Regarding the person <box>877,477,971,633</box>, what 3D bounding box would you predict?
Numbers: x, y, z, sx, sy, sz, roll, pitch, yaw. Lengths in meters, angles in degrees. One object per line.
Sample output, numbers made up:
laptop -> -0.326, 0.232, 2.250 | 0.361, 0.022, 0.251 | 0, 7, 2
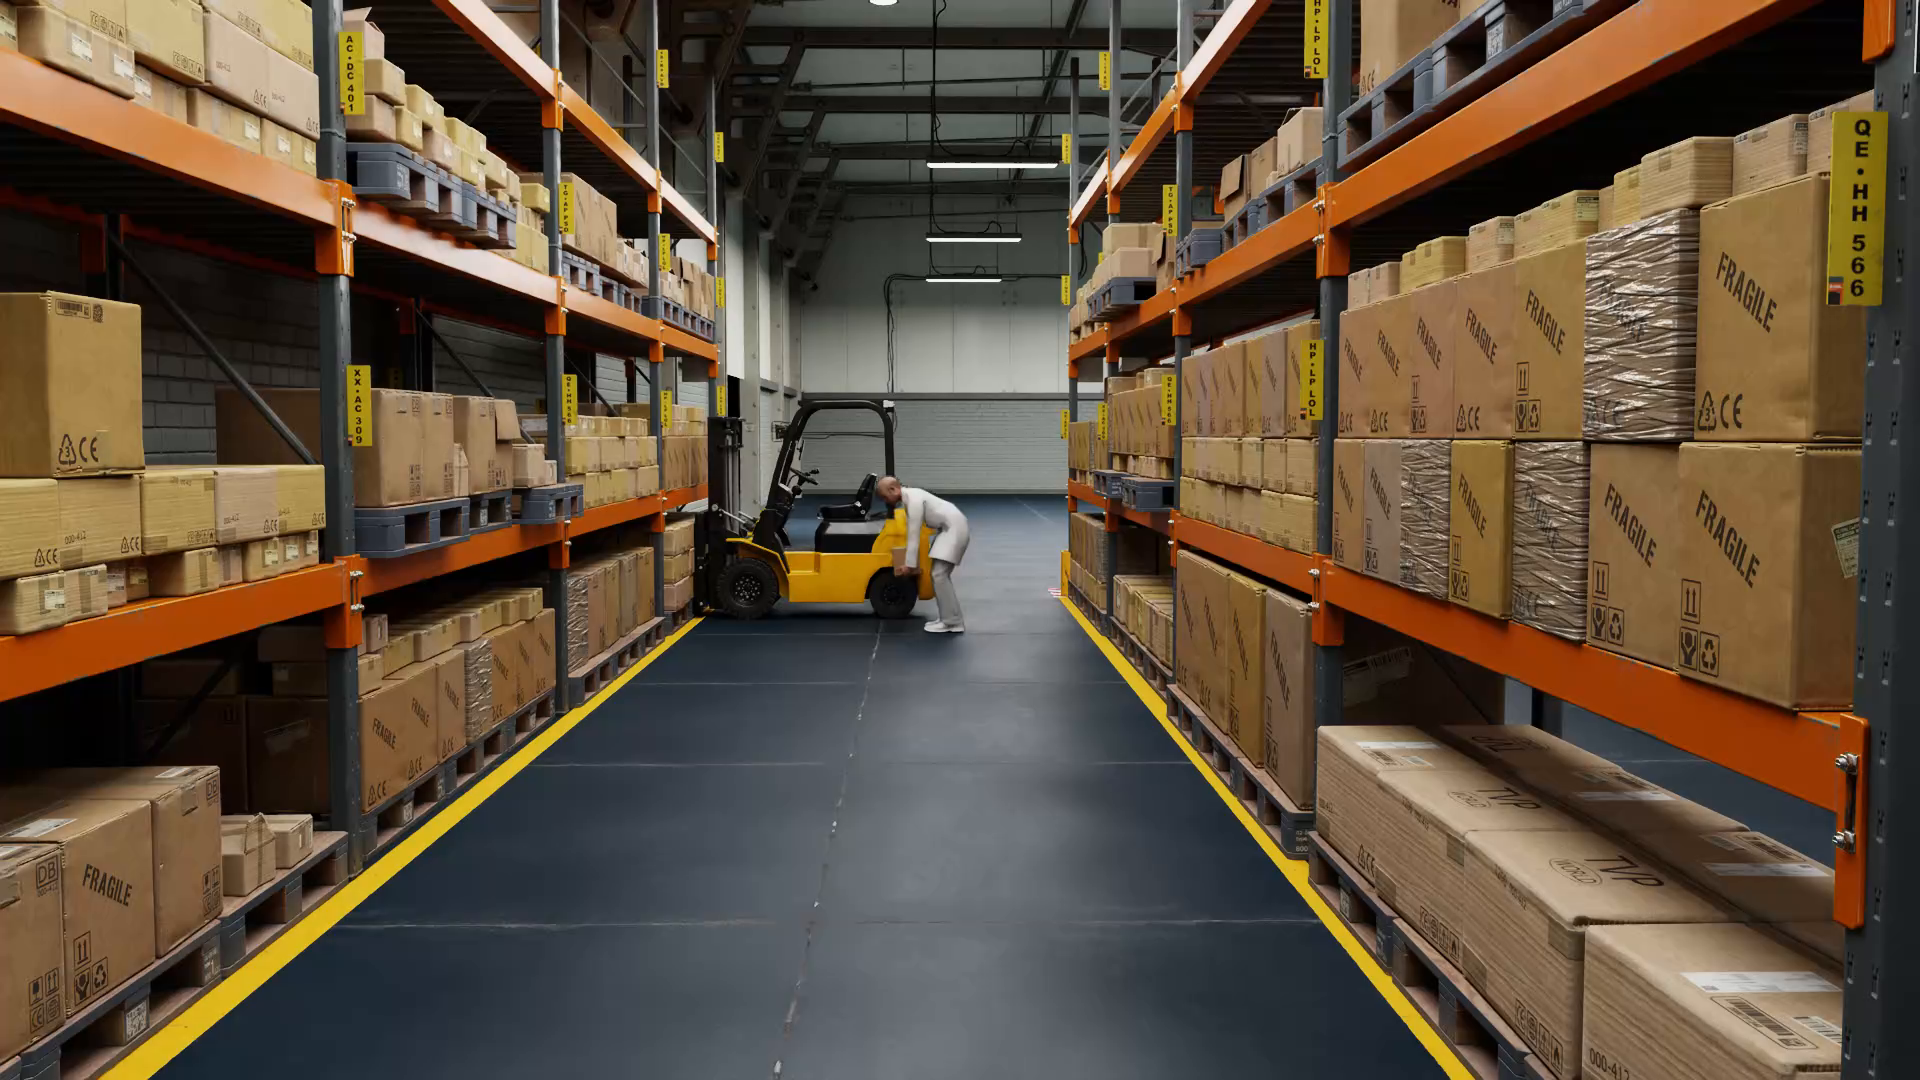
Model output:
person -> -0.334, 0.135, 15.370 | 0.860, 1.429, 0.552 | 0, 4, -3
